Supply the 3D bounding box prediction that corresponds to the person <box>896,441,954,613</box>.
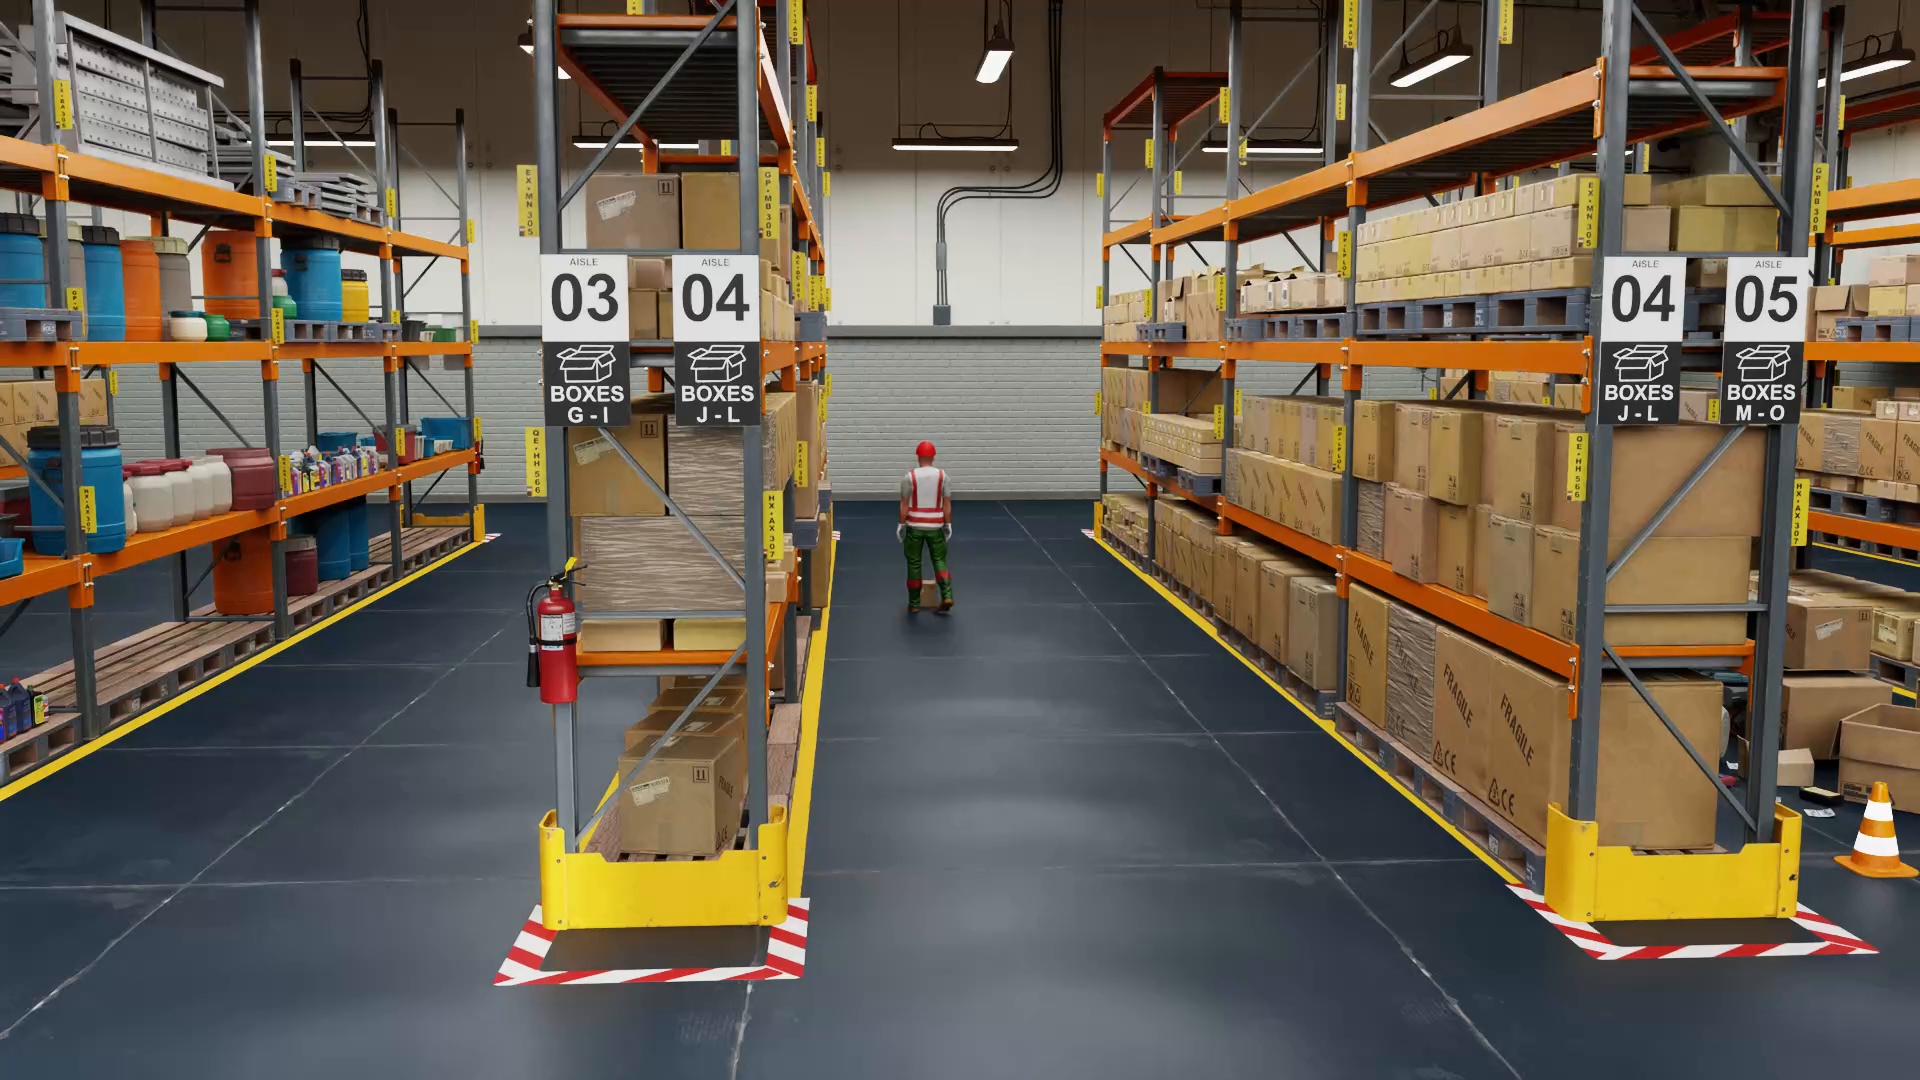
[{"bbox_3d":[-0.376,-0.138,17.251,0.575,1.790,0.527,-1,7,-9],"label":"person"}]
